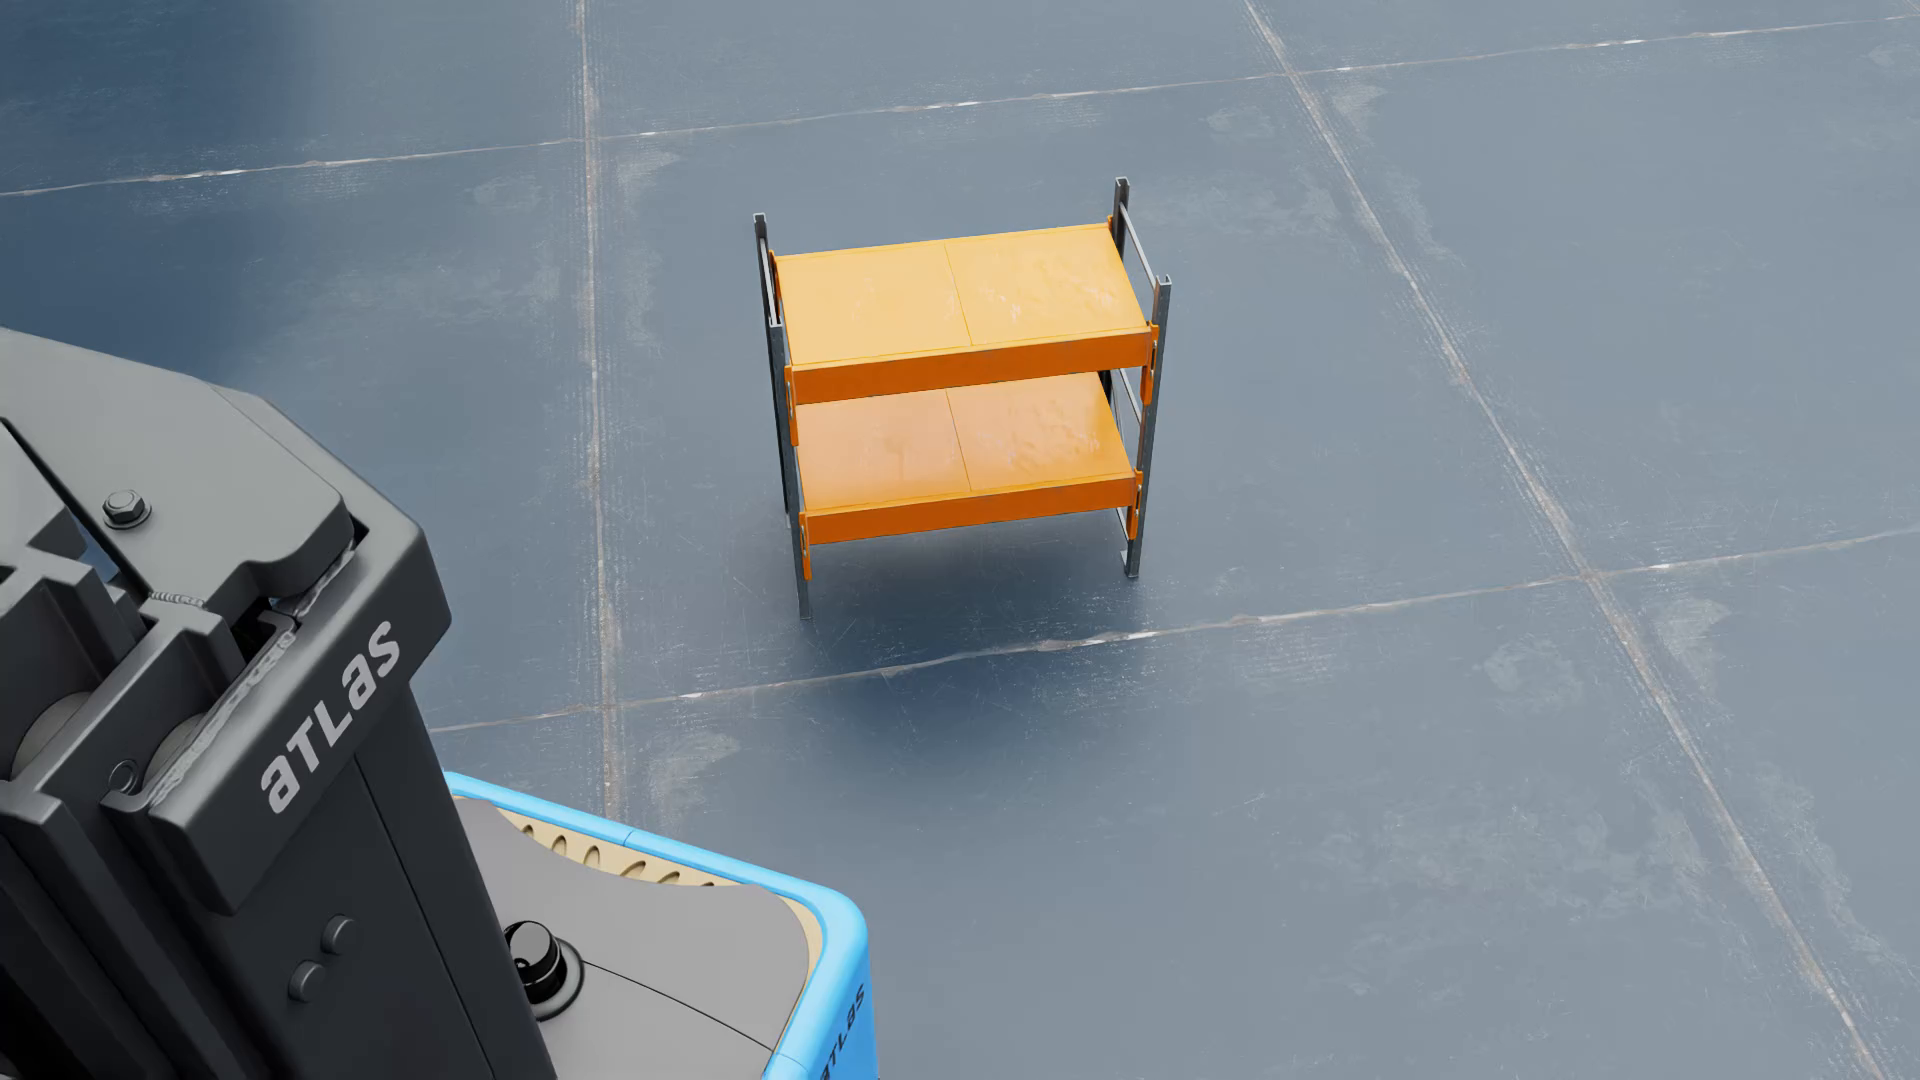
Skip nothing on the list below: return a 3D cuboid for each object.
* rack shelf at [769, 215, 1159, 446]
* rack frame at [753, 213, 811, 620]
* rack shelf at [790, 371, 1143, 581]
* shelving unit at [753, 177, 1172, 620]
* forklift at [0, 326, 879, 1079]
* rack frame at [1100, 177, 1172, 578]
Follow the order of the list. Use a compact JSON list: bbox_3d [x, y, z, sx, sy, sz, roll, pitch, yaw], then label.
[{"bbox_3d":[-0.007,-0.593,4.633,1.000,0.278,0.538,-7,46,-7],"label":"rack shelf"},{"bbox_3d":[-0.508,-0.327,4.784,0.032,1.125,0.500,-7,46,-7],"label":"rack frame"},{"bbox_3d":[-0.007,-0.220,5.020,1.000,0.278,0.538,-7,46,-7],"label":"rack shelf"},{"bbox_3d":[-0.007,-0.389,4.844,1.048,1.125,0.538,-7,46,-7],"label":"shelving unit"},{"bbox_3d":[-1.126,1.291,1.971,1.130,2.935,3.031,14,48,13],"label":"forklift"},{"bbox_3d":[0.494,-0.452,4.904,0.032,1.125,0.500,-7,46,-7],"label":"rack frame"}]
